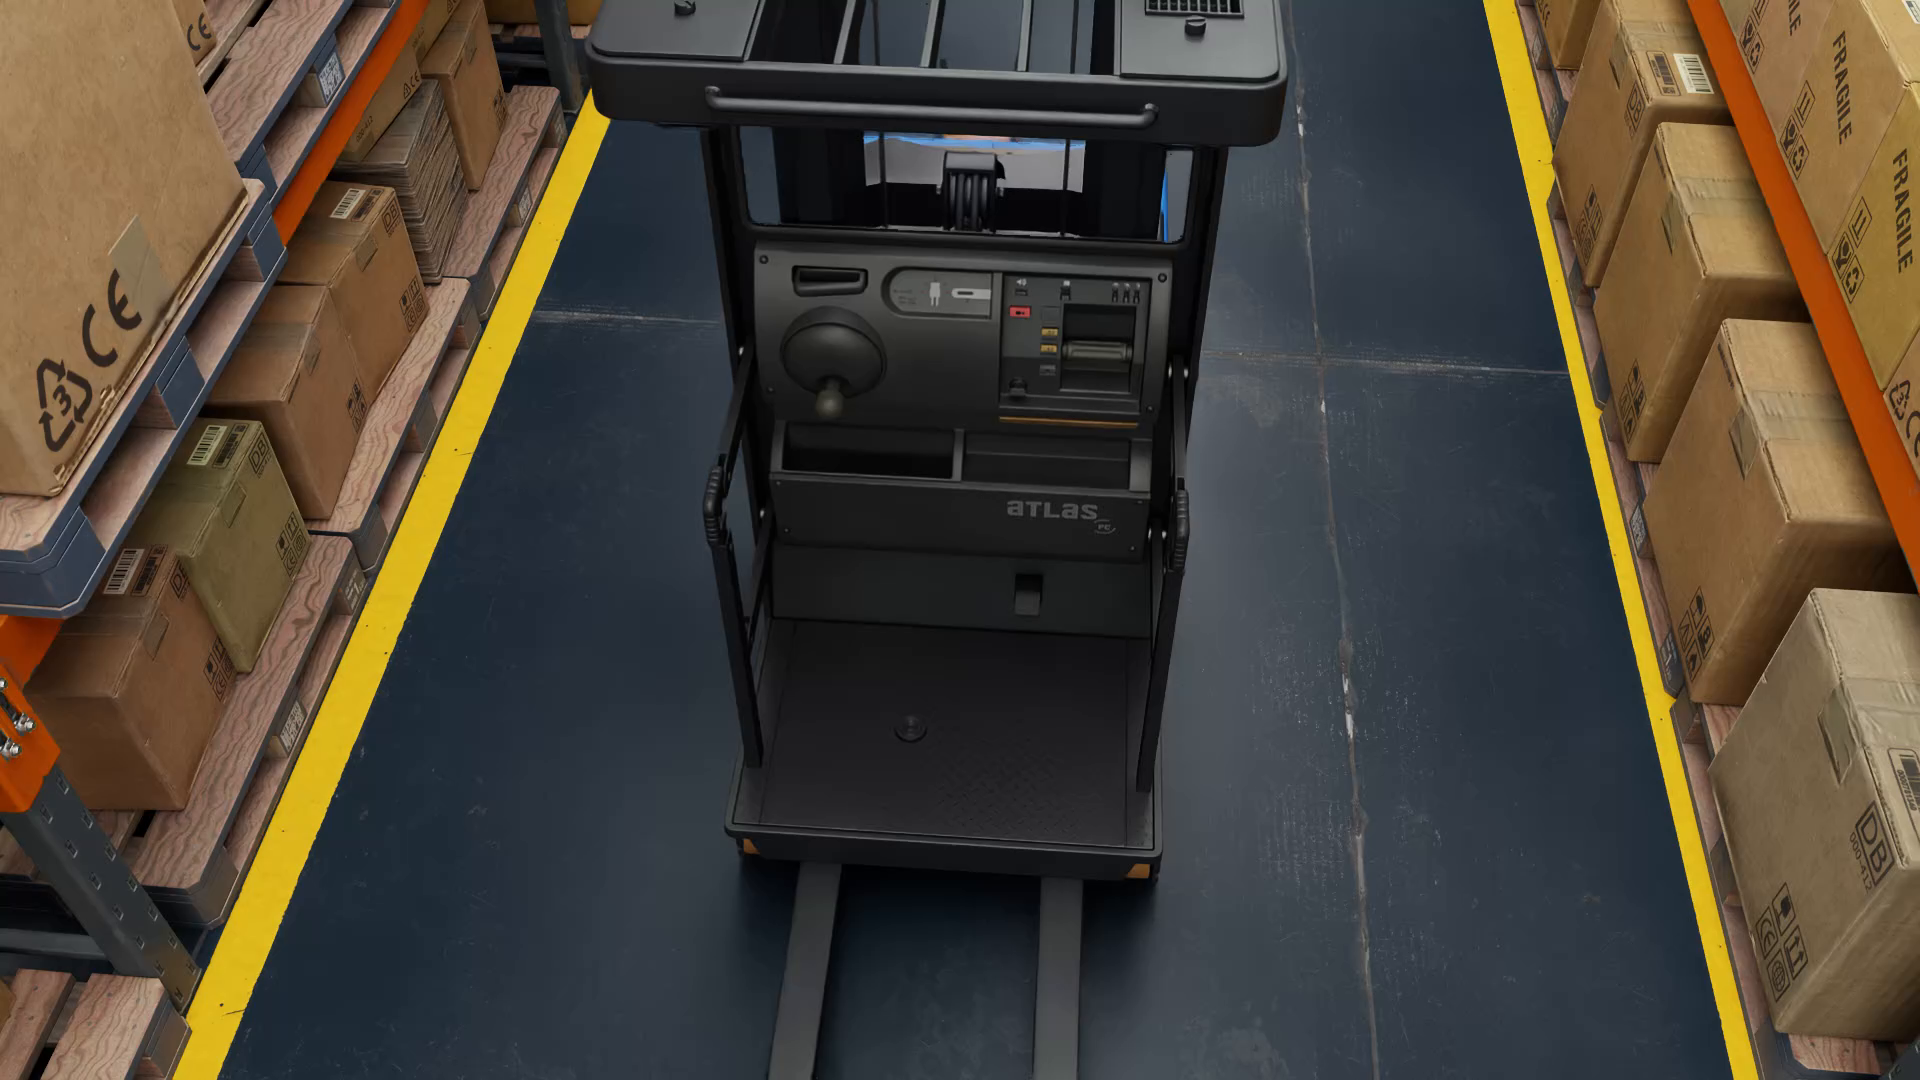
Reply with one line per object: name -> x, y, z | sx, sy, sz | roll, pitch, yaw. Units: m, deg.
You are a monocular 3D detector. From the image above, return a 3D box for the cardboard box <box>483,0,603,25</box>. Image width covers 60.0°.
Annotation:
cardboard box -> -1.984, -2.768, 6.904 | 1.225, 0.875, 0.875 | 2, 48, 2

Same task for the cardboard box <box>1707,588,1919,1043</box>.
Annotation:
cardboard box -> 2.465, 0.665, 3.849 | 1.050, 0.750, 0.750 | 4, 48, 3

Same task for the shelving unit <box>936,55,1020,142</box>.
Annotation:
shelving unit -> 0.055, -0.959, 5.314 | 0.258, 1.200, 0.189 | 3, 48, 3

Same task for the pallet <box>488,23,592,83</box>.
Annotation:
pallet -> -1.921, -2.470, 7.366 | 1.003, 0.211, 1.213 | 4, 48, 4

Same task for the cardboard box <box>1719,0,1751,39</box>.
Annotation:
cardboard box -> 2.509, -1.778, 4.775 | 0.500, 0.500, 0.500 | 3, 48, 3

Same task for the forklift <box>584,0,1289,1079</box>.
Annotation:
forklift -> -0.011, -0.354, 3.587 | 1.130, 2.935, 3.031 | 3, 48, 3

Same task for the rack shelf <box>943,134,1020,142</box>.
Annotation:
rack shelf -> 0.055, -1.172, 5.081 | 0.258, 0.103, 0.180 | 3, 48, 3

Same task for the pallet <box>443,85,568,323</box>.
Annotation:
pallet -> -2.140, -1.322, 6.316 | 1.003, 0.211, 1.213 | 4, 48, 4

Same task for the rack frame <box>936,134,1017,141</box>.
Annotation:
rack frame -> 0.049, -0.892, 5.252 | 0.240, 1.200, 0.006 | 3, 48, 3

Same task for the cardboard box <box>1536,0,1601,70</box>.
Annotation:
cardboard box -> 2.662, -2.229, 6.665 | 0.500, 0.500, 0.500 | 4, 48, 3

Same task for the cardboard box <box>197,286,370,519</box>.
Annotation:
cardboard box -> -2.242, -0.413, 4.991 | 0.700, 0.500, 0.500 | 0, 48, 0

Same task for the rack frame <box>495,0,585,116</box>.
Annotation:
rack frame -> -2.068, -2.837, 5.812 | 1.000, 3.000, 0.127 | 4, 48, 4

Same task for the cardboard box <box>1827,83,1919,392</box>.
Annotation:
cardboard box -> 2.371, -0.668, 3.760 | 0.500, 0.500, 0.500 | 4, 48, 4

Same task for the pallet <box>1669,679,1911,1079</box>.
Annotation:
pallet -> 2.493, 0.879, 4.303 | 1.003, 0.211, 1.213 | 4, 48, 4

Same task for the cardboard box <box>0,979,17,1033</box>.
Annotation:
cardboard box -> -2.509, 1.095, 3.625 | 0.500, 0.500, 0.500 | 3, 48, 2

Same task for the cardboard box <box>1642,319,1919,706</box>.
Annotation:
cardboard box -> 2.556, -0.043, 4.497 | 1.050, 0.750, 0.750 | 4, 48, 4

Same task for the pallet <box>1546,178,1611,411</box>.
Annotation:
pallet -> 2.715, -0.914, 5.943 | 1.003, 0.211, 1.213 | 4, 48, 4

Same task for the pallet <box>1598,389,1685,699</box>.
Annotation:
pallet -> 2.602, -0.020, 5.125 | 1.003, 0.211, 1.213 | 4, 48, 4

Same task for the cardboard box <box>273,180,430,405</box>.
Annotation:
cardboard box -> -2.192, -0.823, 5.366 | 0.700, 0.500, 0.500 | 7, 48, 7

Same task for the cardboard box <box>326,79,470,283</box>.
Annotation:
cardboard box -> -2.147, -1.240, 5.747 | 0.700, 0.500, 0.500 | 0, 48, 0

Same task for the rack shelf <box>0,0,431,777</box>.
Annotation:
rack shelf -> -2.250, -1.125, 4.734 | 1.077, 0.370, 4.000 | 4, 48, 4

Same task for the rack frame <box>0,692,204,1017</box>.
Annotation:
rack frame -> -2.432, 0.102, 3.124 | 1.000, 3.000, 0.127 | 4, 48, 4

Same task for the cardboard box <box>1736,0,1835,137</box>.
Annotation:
cardboard box -> 2.463, -1.407, 4.436 | 0.500, 0.500, 0.500 | 4, 48, 3

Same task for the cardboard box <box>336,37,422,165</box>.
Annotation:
cardboard box -> -2.137, -1.510, 5.486 | 0.500, 0.250, 0.500 | 9, 48, 8

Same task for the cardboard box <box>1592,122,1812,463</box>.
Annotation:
cardboard box -> 2.641, -0.728, 5.123 | 1.050, 0.750, 0.750 | 5, 48, 4

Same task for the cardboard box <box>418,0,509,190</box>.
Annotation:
cardboard box -> -2.109, -1.648, 6.121 | 0.700, 0.500, 0.500 | 2, 48, 1

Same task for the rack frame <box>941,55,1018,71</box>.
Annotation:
rack frame -> 0.062, -1.026, 5.375 | 0.240, 1.200, 0.006 | 3, 48, 3

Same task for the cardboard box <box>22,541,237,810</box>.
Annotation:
cardboard box -> -2.355, 0.347, 4.295 | 0.700, 0.500, 0.500 | 1, 48, 1

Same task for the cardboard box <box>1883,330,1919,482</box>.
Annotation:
cardboard box -> 2.325, -0.297, 3.421 | 0.500, 0.500, 0.500 | 3, 48, 3

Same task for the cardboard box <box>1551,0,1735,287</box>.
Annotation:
cardboard box -> 2.717, -1.371, 5.711 | 1.050, 0.750, 0.750 | 3, 48, 3

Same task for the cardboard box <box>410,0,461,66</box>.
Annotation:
cardboard box -> -2.099, -1.901, 5.843 | 0.500, 0.250, 0.500 | 6, 48, 5

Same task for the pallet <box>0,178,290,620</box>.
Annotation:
pallet -> -2.218, -0.385, 3.699 | 1.003, 0.211, 1.213 | 4, 48, 4

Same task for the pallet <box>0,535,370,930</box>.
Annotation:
pallet -> -2.363, 0.471, 4.676 | 1.003, 0.211, 1.213 | 4, 48, 4

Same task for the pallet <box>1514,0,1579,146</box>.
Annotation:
pallet -> 2.935, -2.062, 6.993 | 1.003, 0.211, 1.213 | 4, 48, 4

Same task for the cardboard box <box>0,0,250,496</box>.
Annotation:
cardboard box -> -2.221, -0.817, 3.273 | 1.000, 1.000, 1.000 | 4, 48, 4

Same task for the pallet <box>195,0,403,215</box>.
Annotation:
pallet -> -2.207, -1.315, 4.550 | 1.003, 0.211, 1.213 | 4, 48, 4

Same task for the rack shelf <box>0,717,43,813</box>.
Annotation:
rack shelf -> -2.615, 1.815, 2.045 | 1.077, 0.370, 4.000 | 4, 48, 4

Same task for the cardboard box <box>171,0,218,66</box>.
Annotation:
cardboard box -> -2.366, -1.355, 4.102 | 0.797, 0.503, 0.637 | 8, 48, 8

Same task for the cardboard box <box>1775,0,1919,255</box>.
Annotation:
cardboard box -> 2.415, -1.041, 4.102 | 0.500, 0.500, 0.500 | 3, 48, 3

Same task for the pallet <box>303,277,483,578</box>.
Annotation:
pallet -> -2.254, -0.428, 5.498 | 1.003, 0.211, 1.213 | 4, 48, 4

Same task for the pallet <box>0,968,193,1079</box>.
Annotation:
pallet -> -2.458, 1.539, 3.699 | 1.003, 0.211, 1.213 | 4, 48, 4

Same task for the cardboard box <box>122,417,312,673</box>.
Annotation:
cardboard box -> -2.293, -0.002, 4.615 | 0.700, 0.500, 0.500 | 4, 48, 3
